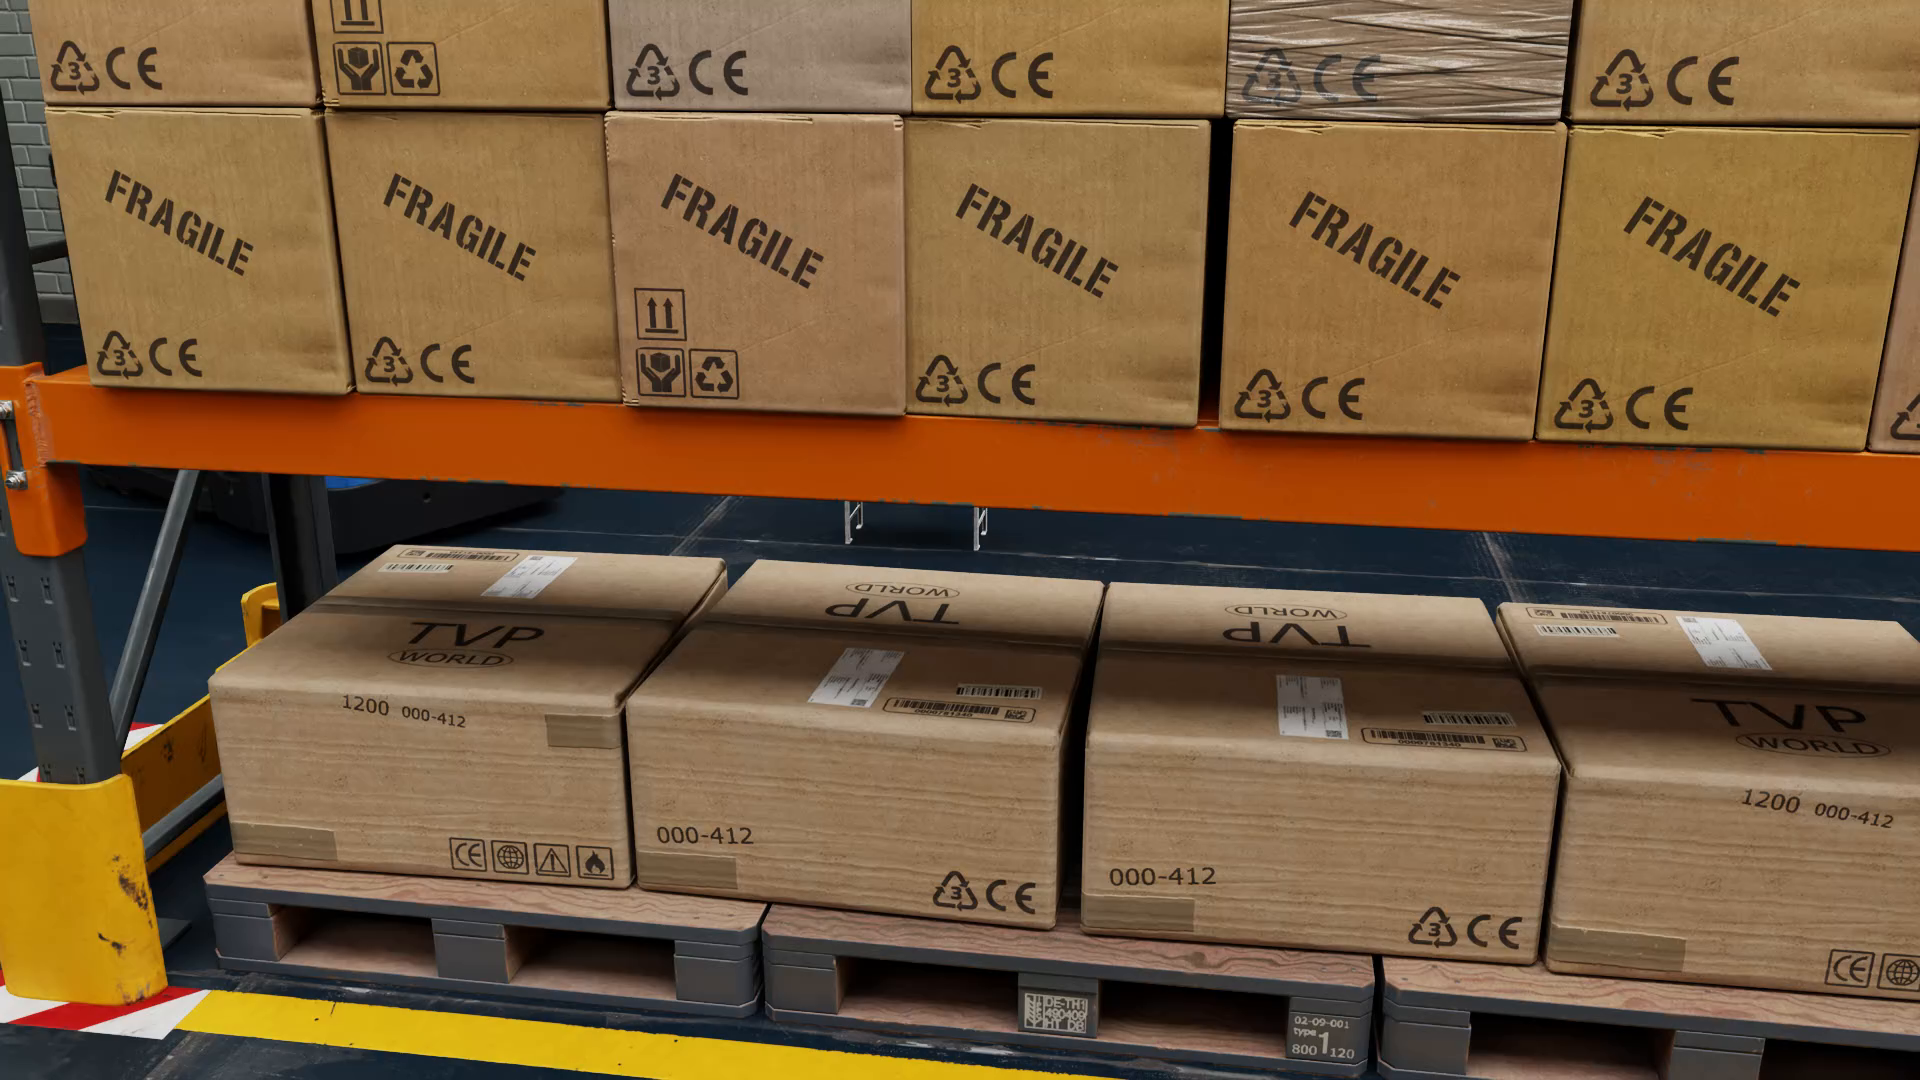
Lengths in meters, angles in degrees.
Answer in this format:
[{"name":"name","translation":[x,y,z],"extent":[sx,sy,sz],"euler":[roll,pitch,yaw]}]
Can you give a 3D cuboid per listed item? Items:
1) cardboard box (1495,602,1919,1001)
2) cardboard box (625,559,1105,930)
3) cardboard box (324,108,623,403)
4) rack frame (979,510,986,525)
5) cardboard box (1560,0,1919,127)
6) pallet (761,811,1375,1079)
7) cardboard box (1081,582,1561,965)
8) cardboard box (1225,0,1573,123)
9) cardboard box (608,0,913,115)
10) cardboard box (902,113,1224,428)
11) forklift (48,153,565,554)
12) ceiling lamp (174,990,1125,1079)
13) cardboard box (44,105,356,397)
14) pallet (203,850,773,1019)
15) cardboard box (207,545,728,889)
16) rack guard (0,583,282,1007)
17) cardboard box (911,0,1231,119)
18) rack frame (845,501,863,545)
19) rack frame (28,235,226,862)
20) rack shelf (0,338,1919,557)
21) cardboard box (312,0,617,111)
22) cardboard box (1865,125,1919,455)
[{"name":"cardboard box","translation":[1.612,0.504,3.446],"extent":[0.875,0.438,0.875],"euler":[3,19,8]},{"name":"cardboard box","translation":[-0.162,0.413,3.717],"extent":[0.875,0.438,0.875],"euler":[3,19,10]},{"name":"cardboard box","translation":[-0.802,-0.565,3.106],"extent":[0.500,0.500,0.500],"euler":[3,19,8]},{"name":"rack frame","translation":[0.078,-0.565,6.102],"extent":[0.006,1.046,0.228],"euler":[3,19,9]},{"name":"cardboard box","translation":[1.205,-0.934,2.633],"extent":[0.500,0.500,0.500],"euler":[3,19,8]},{"name":"pallet","translation":[0.268,0.752,3.722],"extent":[1.213,0.211,1.003],"euler":[3,19,9]},{"name":"cardboard box","translation":[0.728,0.459,3.580],"extent":[0.875,0.438,0.875],"euler":[2,19,7]},{"name":"cardboard box","translation":[1.057,-1.421,2.472],"extent":[1.234,1.526,0.509],"euler":[4,19,10]},{"name":"cardboard box","translation":[-0.285,-1.009,2.858],"extent":[0.500,0.500,0.500],"euler":[3,19,8]},{"name":"cardboard box","translation":[0.194,-0.513,2.952],"extent":[0.500,0.500,0.500],"euler":[4,19,10]},{"name":"forklift","translation":[-3.173,-0.475,3.242],"extent":[7.487,2.843,7.029],"euler":[14,23,37]},{"name":"ceiling lamp","translation":[0.131,1.052,3.160],"extent":[3.459,0.001,0.159],"euler":[3,19,9]},{"name":"cardboard box","translation":[-1.306,-0.581,3.156],"extent":[0.500,0.500,0.500],"euler":[3,19,8]},{"name":"pallet","translation":[-0.933,0.690,3.908],"extent":[1.213,0.211,1.003],"euler":[3,19,9]},{"name":"cardboard box","translation":[-1.067,0.370,3.847],"extent":[0.875,0.438,0.875],"euler":[2,19,7]},{"name":"rack guard","translation":[-1.758,0.536,3.913],"extent":[0.348,0.500,1.175],"euler":[3,19,9]},{"name":"cardboard box","translation":[0.208,-0.984,2.784],"extent":[0.500,0.500,0.500],"euler":[3,19,9]},{"name":"rack frame","translation":[-0.404,-0.590,6.174],"extent":[0.015,1.200,0.240],"euler":[3,19,9]},{"name":"rack frame","translation":[-1.734,-0.649,3.516],"extent":[0.053,2.616,0.949],"euler":[3,19,9]},{"name":"rack shelf","translation":[0.240,-0.206,3.326],"extent":[4.000,0.370,1.077],"euler":[3,19,9]},{"name":"cardboard box","translation":[-0.795,-1.032,2.928],"extent":[0.500,0.500,0.500],"euler":[2,19,7]},{"name":"cardboard box","translation":[1.716,-0.437,2.725],"extent":[0.500,0.500,0.500],"euler":[3,19,9]}]
